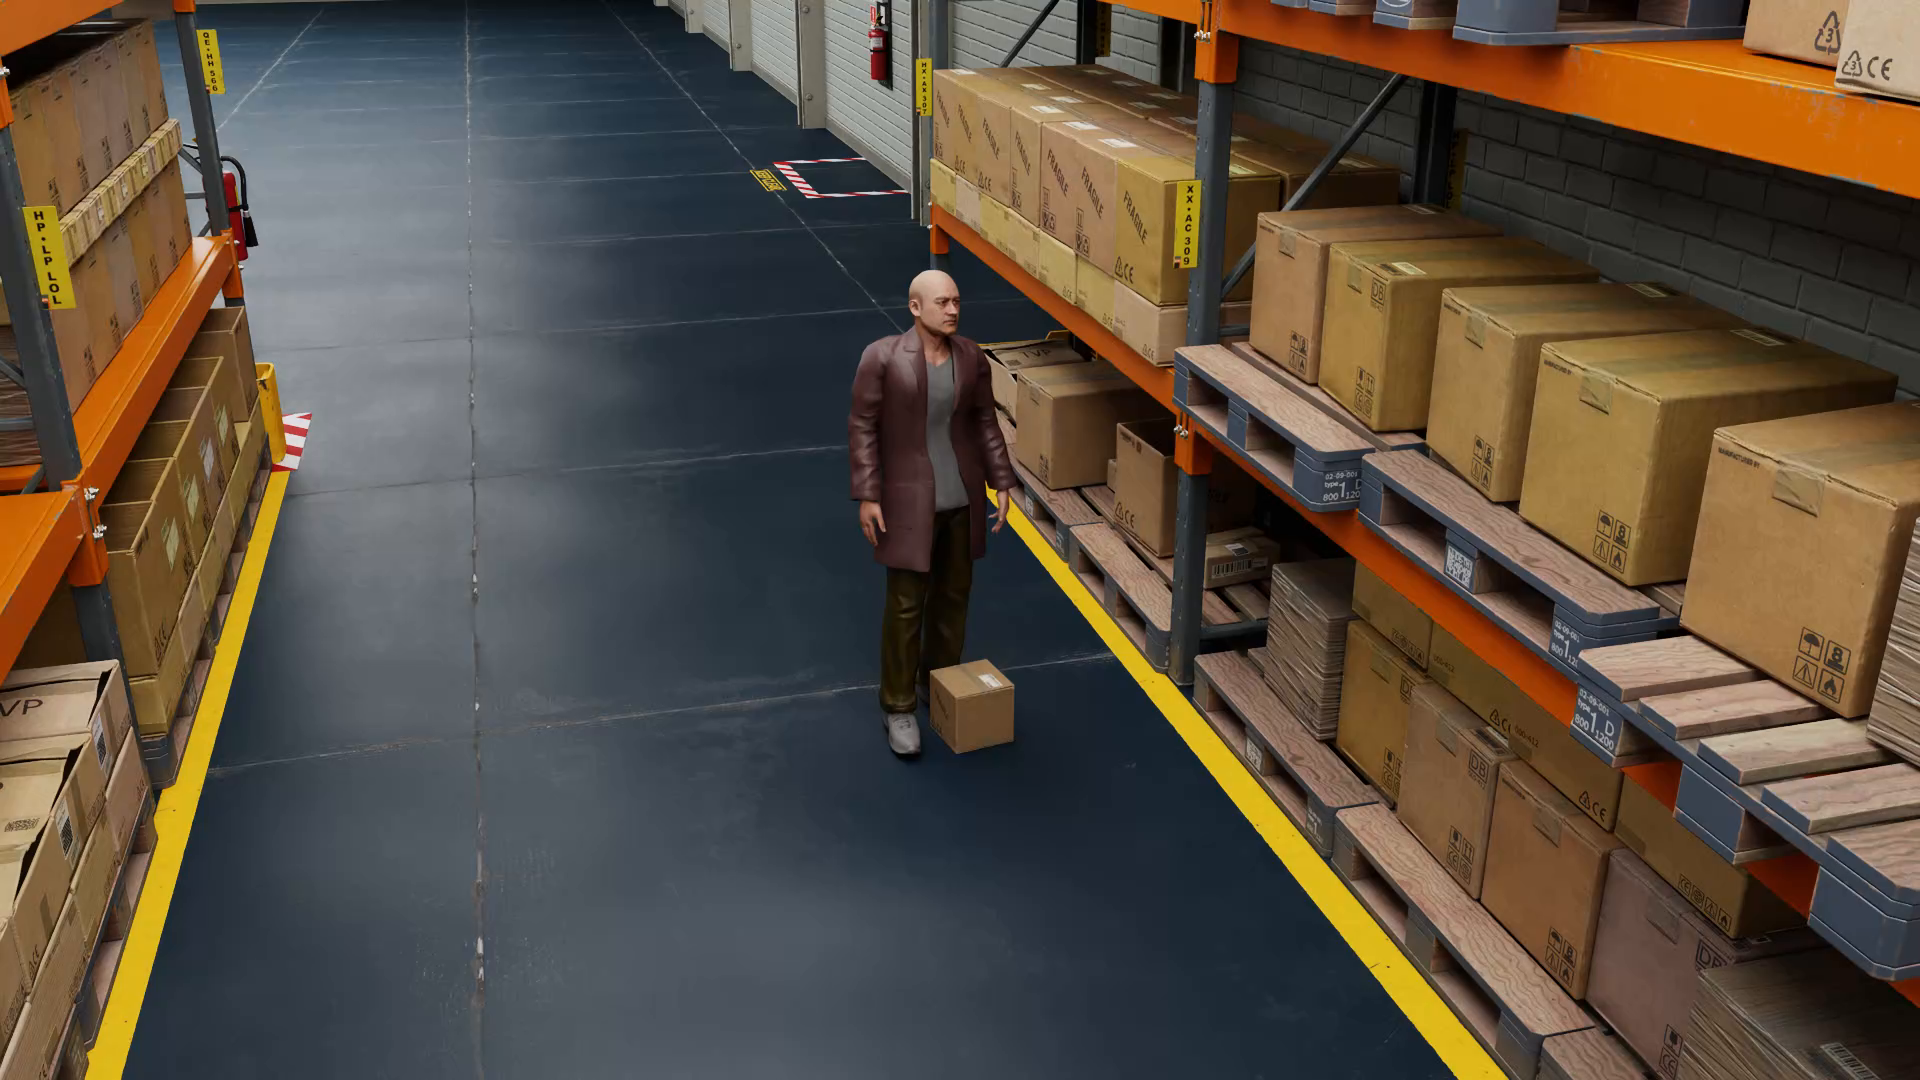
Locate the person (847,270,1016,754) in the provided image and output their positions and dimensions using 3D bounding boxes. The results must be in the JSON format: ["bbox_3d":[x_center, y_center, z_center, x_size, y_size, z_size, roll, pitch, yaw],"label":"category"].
[{"bbox_3d":[-0.062,-0.121,6.381,0.695,1.777,0.580,-11,25,-25],"label":"person"}]
